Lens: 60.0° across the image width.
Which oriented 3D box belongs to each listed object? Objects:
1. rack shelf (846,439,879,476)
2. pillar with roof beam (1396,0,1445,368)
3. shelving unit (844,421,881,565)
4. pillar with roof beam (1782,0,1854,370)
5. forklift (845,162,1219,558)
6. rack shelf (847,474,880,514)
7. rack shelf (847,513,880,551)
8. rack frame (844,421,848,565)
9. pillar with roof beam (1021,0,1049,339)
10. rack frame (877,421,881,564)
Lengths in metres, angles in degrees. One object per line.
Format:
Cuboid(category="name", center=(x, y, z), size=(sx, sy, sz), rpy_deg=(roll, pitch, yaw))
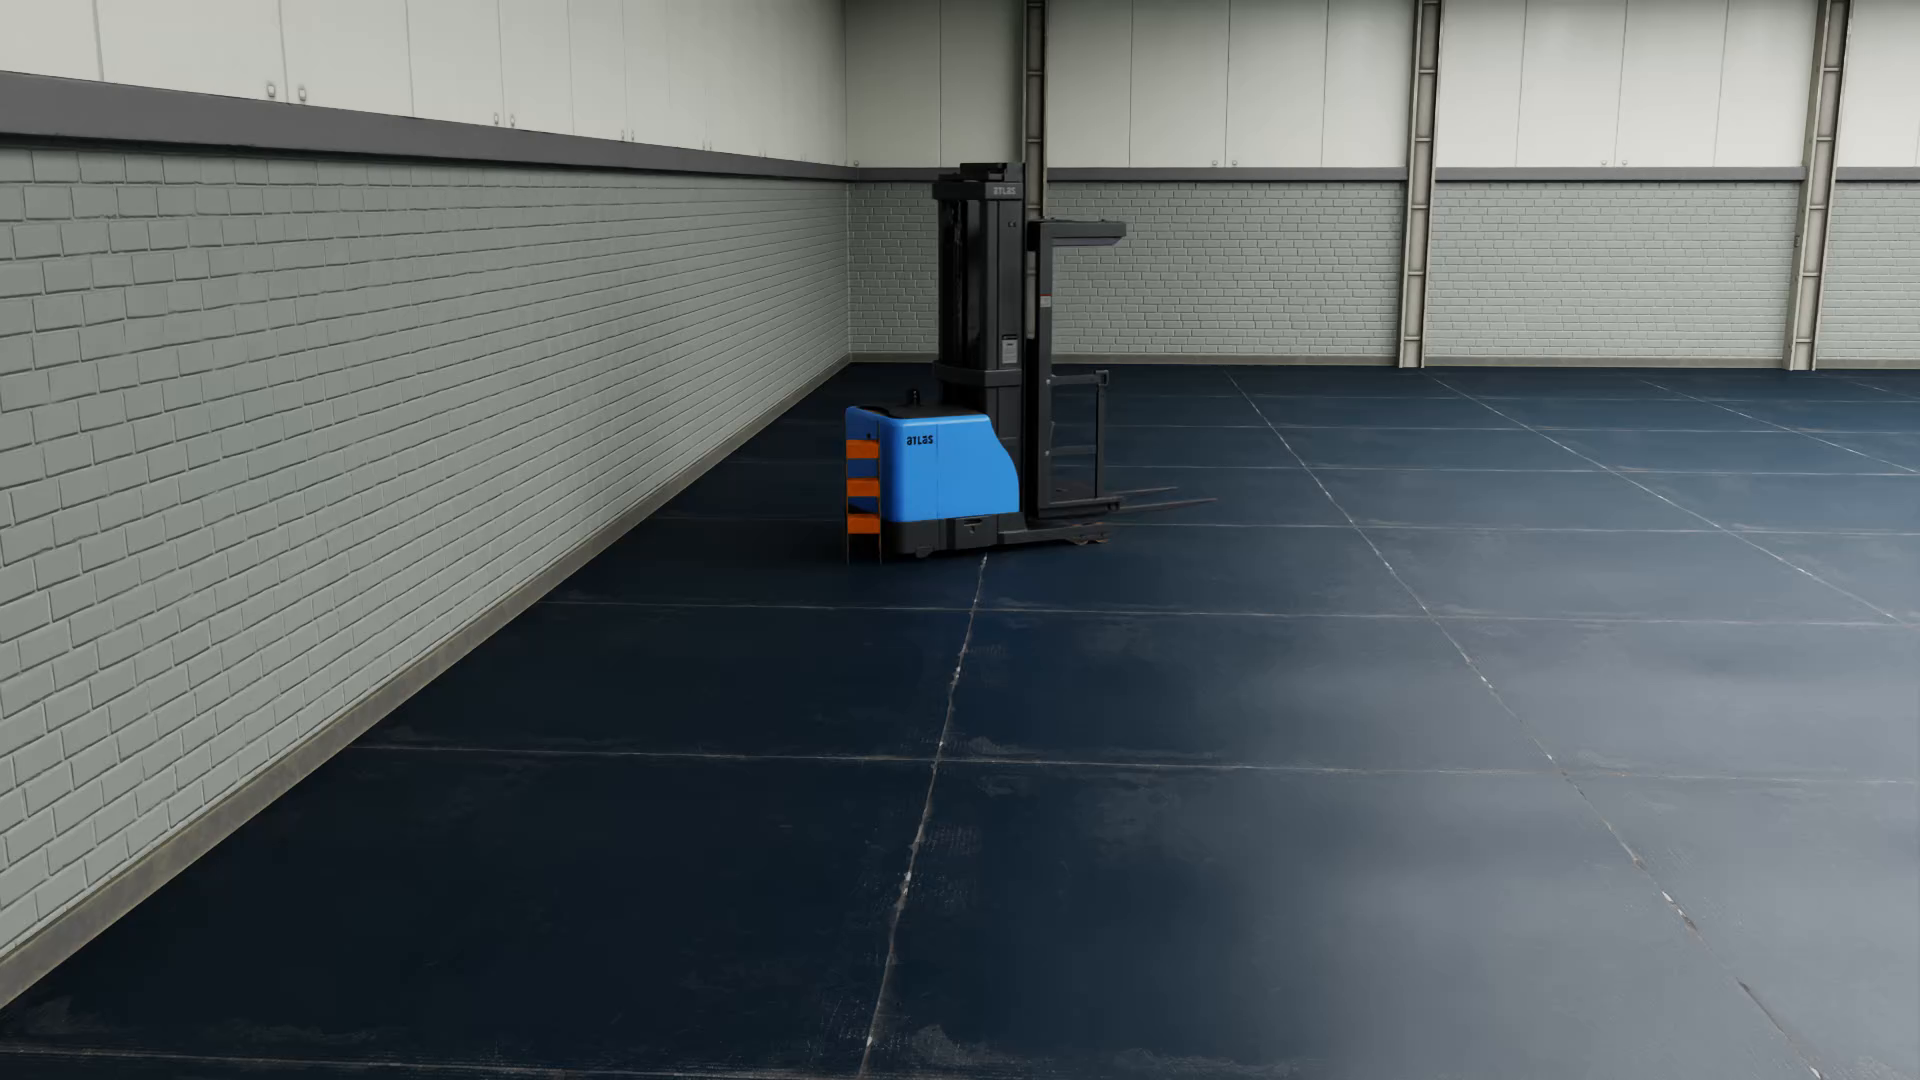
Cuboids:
Cuboid(category="rack shelf", center=(-0.725, -0.619, 12.329), size=(0.240, 0.259, 0.215), rpy_deg=(-1, 12, -6))
Cuboid(category="pillar with roof beam", center=(6.870, -6.286, 21.341), size=(0.400, 9.000, 9.100), rpy_deg=(1, 12, 4))
Cuboid(category="shelving unit", center=(-0.725, -0.352, 12.385), size=(0.252, 1.050, 0.215), rpy_deg=(-1, 12, -6))
Cuboid(category="pillar with roof beam", center=(12.857, -6.204, 20.949), size=(0.400, 9.000, 9.100), rpy_deg=(1, 12, 4))
Cuboid(category="forklift", center=(0.643, -1.483, 13.198), size=(3.031, 2.935, 1.130), rpy_deg=(-6, 13, -25))
Cuboid(category="rack shelf", center=(-0.725, -0.341, 12.387), size=(0.240, 0.259, 0.215), rpy_deg=(-1, 12, -6))
Cuboid(category="rack shelf", center=(-0.725, -0.069, 12.444), size=(0.240, 0.259, 0.215), rpy_deg=(-1, 12, -6))
Cuboid(category="rack frame", center=(-0.846, -0.349, 12.372), size=(0.008, 1.050, 0.200), rpy_deg=(-1, 12, -6))
Cuboid(category="pillar with roof beam", center=(0.883, -6.368, 21.734), size=(0.400, 9.000, 9.100), rpy_deg=(1, 12, 4))
Cuboid(category="rack frame", center=(-0.603, -0.354, 12.398), size=(0.008, 1.050, 0.200), rpy_deg=(-1, 12, -6))
